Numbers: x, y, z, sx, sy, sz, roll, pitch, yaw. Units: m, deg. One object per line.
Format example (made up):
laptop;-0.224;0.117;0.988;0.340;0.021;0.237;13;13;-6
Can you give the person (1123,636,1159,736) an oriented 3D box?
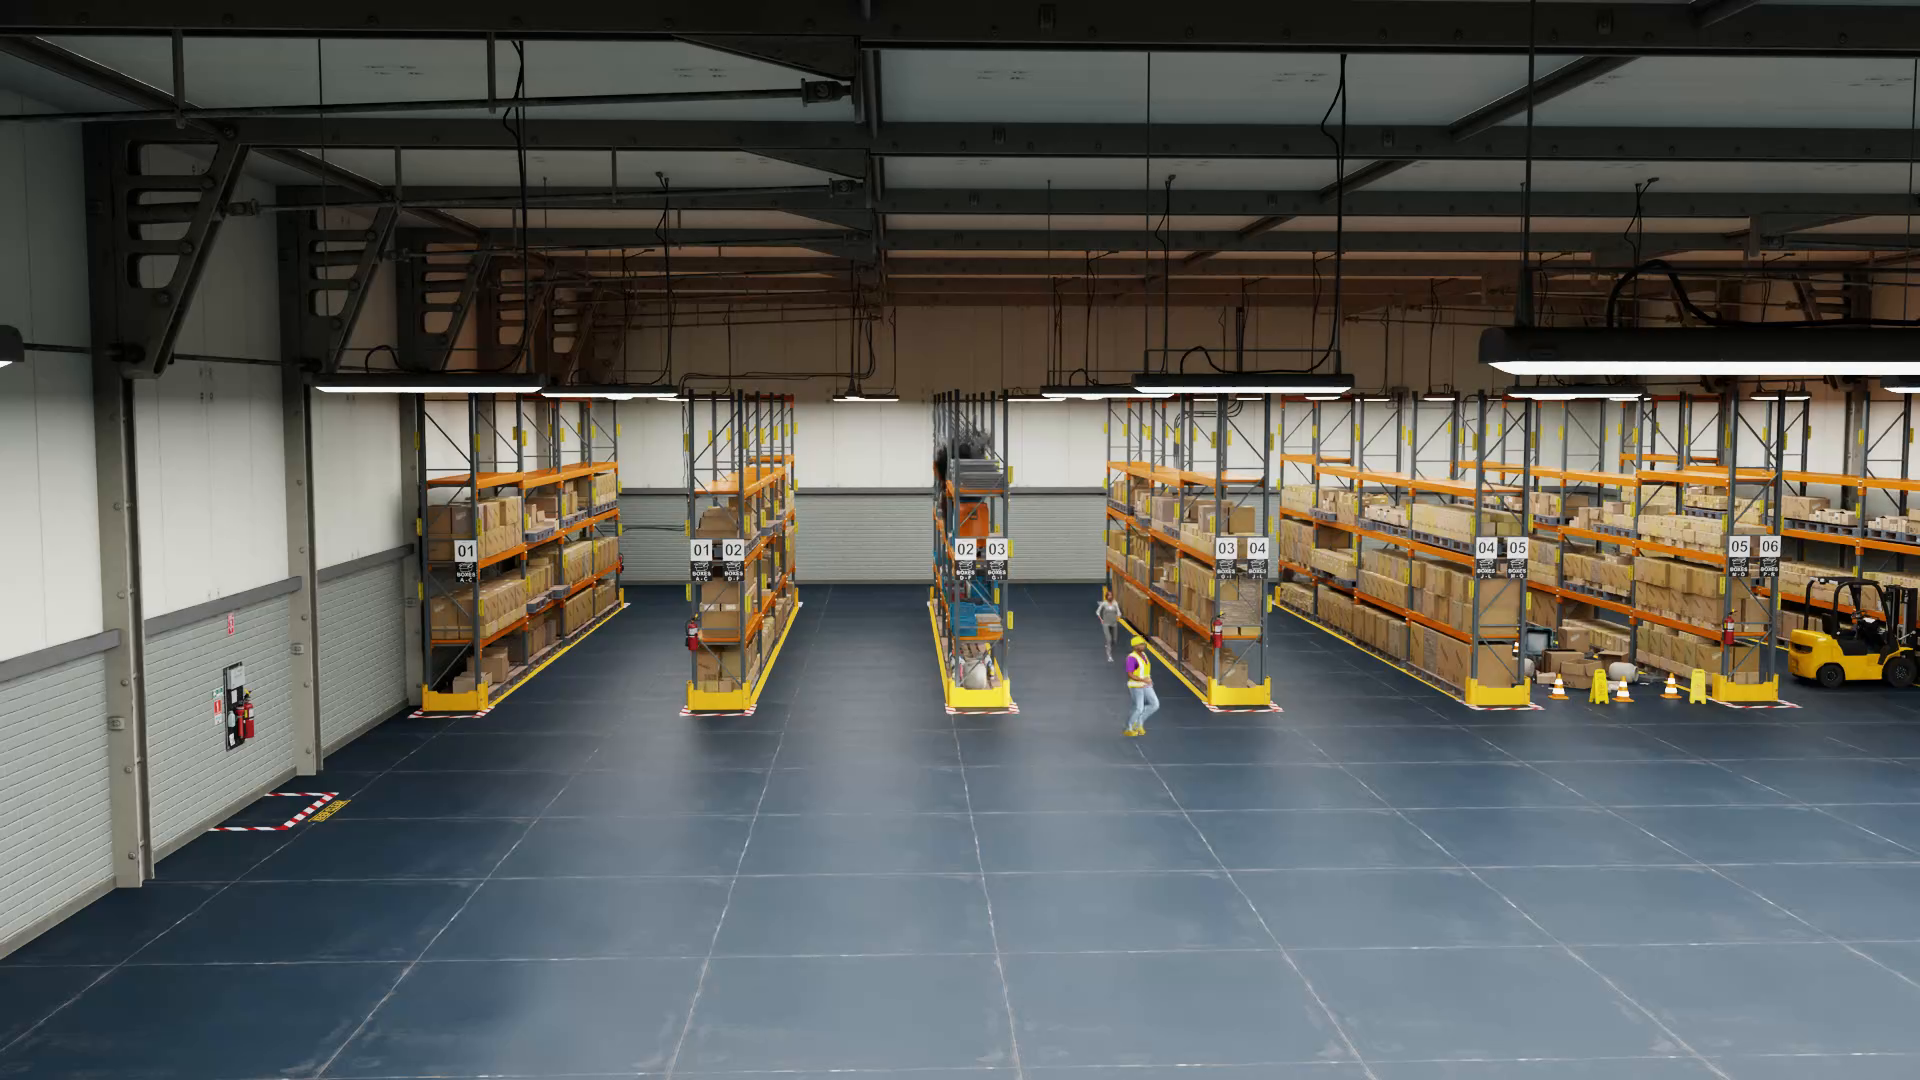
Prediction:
person;3.109;2.515;28.637;0.617;1.725;0.702;3;6;33

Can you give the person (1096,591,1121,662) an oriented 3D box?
person;3.327;1.911;37.162;0.546;1.561;0.743;-1;5;-9

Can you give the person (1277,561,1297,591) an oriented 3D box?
person;9.741;0.903;49.052;0.859;1.811;0.758;2;5;18
